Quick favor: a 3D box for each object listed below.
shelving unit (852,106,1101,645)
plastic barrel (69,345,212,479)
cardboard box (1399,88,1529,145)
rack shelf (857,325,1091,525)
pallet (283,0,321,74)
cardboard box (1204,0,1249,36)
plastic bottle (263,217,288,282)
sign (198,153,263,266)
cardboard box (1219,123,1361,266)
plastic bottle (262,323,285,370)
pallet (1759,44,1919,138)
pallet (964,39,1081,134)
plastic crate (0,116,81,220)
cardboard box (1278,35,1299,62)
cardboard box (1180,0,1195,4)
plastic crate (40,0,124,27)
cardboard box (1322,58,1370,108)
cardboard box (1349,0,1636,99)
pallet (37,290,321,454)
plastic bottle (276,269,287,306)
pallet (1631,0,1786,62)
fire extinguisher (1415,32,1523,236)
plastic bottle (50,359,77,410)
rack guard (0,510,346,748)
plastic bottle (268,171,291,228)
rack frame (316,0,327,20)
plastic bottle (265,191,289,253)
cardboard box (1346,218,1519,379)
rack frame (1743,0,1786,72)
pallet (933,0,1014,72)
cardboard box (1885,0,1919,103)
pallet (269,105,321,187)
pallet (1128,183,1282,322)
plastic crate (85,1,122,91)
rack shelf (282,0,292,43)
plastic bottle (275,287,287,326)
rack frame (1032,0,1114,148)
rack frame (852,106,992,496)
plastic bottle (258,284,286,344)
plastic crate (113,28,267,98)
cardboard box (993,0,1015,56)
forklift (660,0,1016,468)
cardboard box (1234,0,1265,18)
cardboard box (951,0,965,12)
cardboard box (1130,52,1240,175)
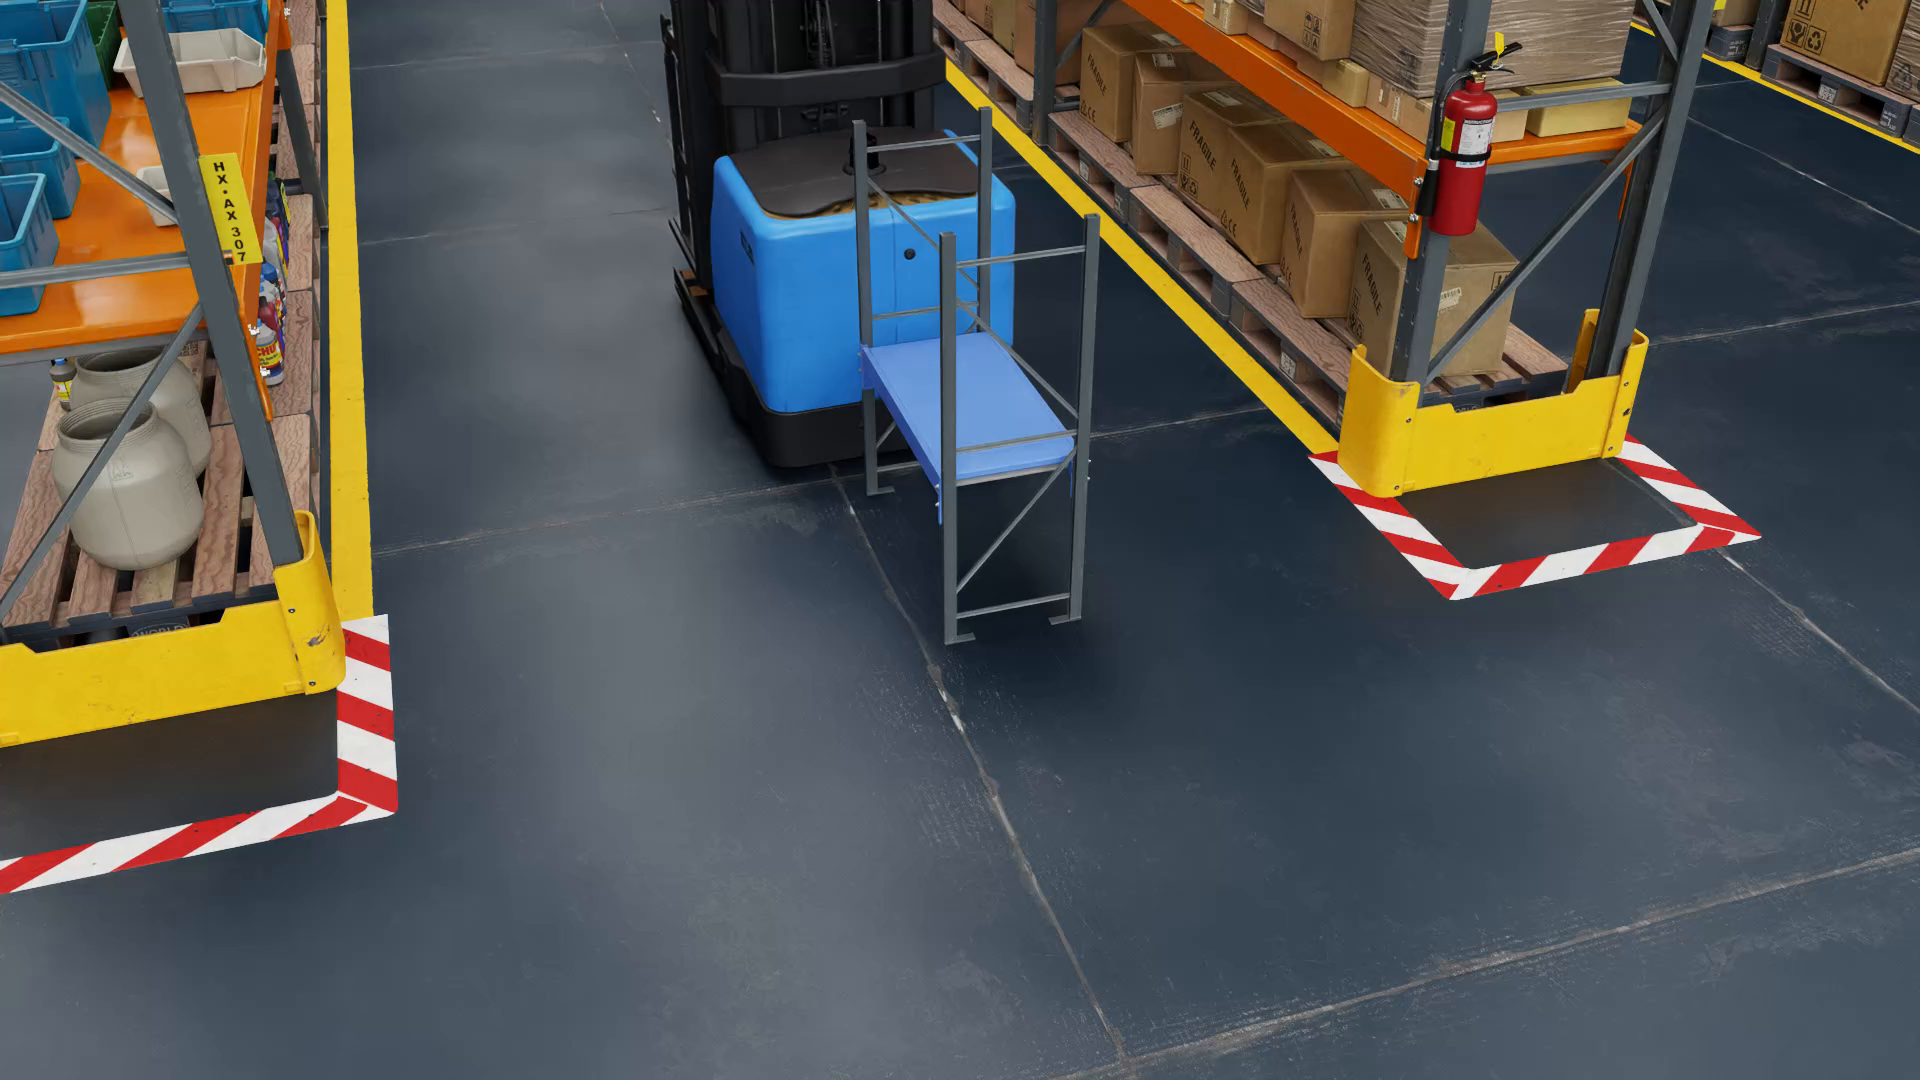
[{"bbox_3d":[0.026,-0.581,5.769,0.538,1.500,1.048,-10,35,-15],"label":"shelving unit"},{"bbox_3d":[-3.005,-0.456,6.095,0.421,0.512,0.421,0,33,0],"label":"plastic barrel"},{"bbox_3d":[1.855,-1.566,6.127,0.380,0.149,0.250,-10,35,-15],"label":"cardboard box"},{"bbox_3d":[0.026,-0.431,5.868,0.538,0.185,1.000,-10,35,-15],"label":"rack shelf"},{"bbox_3d":[-4.819,-3.347,11.123,1.003,0.211,1.213,-10,35,-15],"label":"pallet"},{"bbox_3d":[1.298,-2.336,7.292,0.380,0.149,0.250,-10,35,-15],"label":"cardboard box"},{"bbox_3d":[-3.170,-1.342,7.563,0.144,0.351,0.185,-10,35,-15],"label":"plastic bottle"},{"bbox_3d":[-2.053,-0.929,4.684,0.100,0.325,0.005,-10,35,-15],"label":"sign"},{"bbox_3d":[1.576,-1.659,7.926,0.500,0.500,0.500,-7,34,-10],"label":"cardboard box"},{"bbox_3d":[-2.866,-0.798,6.876,0.097,0.201,0.097,0,33,0],"label":"plastic bottle"},{"bbox_3d":[5.831,-2.861,10.389,1.003,0.211,1.213,-10,35,-15],"label":"pallet"},{"bbox_3d":[0.680,-2.901,10.449,1.003,0.211,1.213,-10,35,-15],"label":"pallet"},{"bbox_3d":[-3.208,-1.215,5.503,0.499,0.251,0.408,-10,35,-15],"label":"plastic crate"},{"bbox_3d":[1.556,-2.092,6.923,0.380,0.149,0.250,-10,35,-15],"label":"cardboard box"},{"bbox_3d":[1.168,-2.603,7.696,0.380,0.149,0.250,-10,35,-15],"label":"cardboard box"},{"bbox_3d":[-3.760,-2.501,7.370,0.767,0.338,0.504,-10,35,-15],"label":"plastic crate"},{"bbox_3d":[1.654,-1.820,6.511,0.380,0.149,0.250,-10,35,-15],"label":"cardboard box"},{"bbox_3d":[1.997,-2.015,6.218,0.875,0.500,0.500,-10,35,-15],"label":"cardboard box"},{"bbox_3d":[-3.257,-0.659,7.055,1.003,0.211,1.213,-10,35,-15],"label":"pallet"},{"bbox_3d":[-3.062,-1.136,7.387,0.097,0.201,0.097,0,33,0],"label":"plastic bottle"},{"bbox_3d":[5.366,-3.666,11.607,1.003,0.211,1.213,-10,35,-15],"label":"pallet"},{"bbox_3d":[1.735,-1.386,5.697,0.296,0.674,0.183,-10,35,-15],"label":"fire extinguisher"},{"bbox_3d":[-3.556,-0.630,6.621,0.097,0.201,0.097,0,33,0],"label":"plastic bottle"},{"bbox_3d":[-2.646,0.288,5.361,1.175,0.500,0.348,-10,35,-15],"label":"rack guard"},{"bbox_3d":[-3.337,-1.676,8.131,0.061,0.283,0.133,-8,34,-12],"label":"plastic bottle"},{"bbox_3d":[-5.018,-4.923,10.980,1.000,3.000,0.127,-10,35,-15],"label":"rack frame"},{"bbox_3d":[-3.269,-1.511,7.820,0.144,0.351,0.185,-12,35,-17],"label":"plastic bottle"},{"bbox_3d":[1.964,-1.019,6.958,0.500,0.500,0.500,-4,34,-6],"label":"cardboard box"},{"bbox_3d":[5.673,-4.437,10.244,1.000,3.000,0.127,-10,35,-15],"label":"rack frame"},{"bbox_3d":[0.304,-3.543,11.420,1.003,0.211,1.213,-10,35,-15],"label":"pallet"},{"bbox_3d":[6.077,-2.911,9.481,0.875,0.875,0.875,-10,35,-14],"label":"cardboard box"},{"bbox_3d":[-4.075,-2.066,9.184,1.003,0.211,1.213,-10,35,-15],"label":"pallet"},{"bbox_3d":[1.533,-1.504,8.335,1.003,0.211,1.213,-10,35,-15],"label":"pallet"},{"bbox_3d":[-3.653,-1.975,6.710,0.450,0.188,0.662,-10,35,-15],"label":"plastic crate"},{"bbox_3d":[-4.408,-3.573,9.589,1.077,0.370,4.000,-10,35,-15],"label":"rack shelf"},{"bbox_3d":[-3.000,-1.028,7.224,0.097,0.201,0.097,0,33,0],"label":"plastic bottle"},{"bbox_3d":[0.919,-3.656,9.062,1.000,3.000,0.127,-10,35,-15],"label":"rack frame"},{"bbox_3d":[-0.129,-0.848,6.173,0.500,1.500,0.032,-10,35,-15],"label":"rack frame"},{"bbox_3d":[-2.939,-0.953,7.047,0.097,0.271,0.097,0,33,0],"label":"plastic bottle"},{"bbox_3d":[-3.062,-1.903,6.649,0.530,0.136,0.437,-10,35,-15],"label":"plastic crate"},{"bbox_3d":[0.624,-3.376,10.507,0.700,0.500,0.500,-10,35,-15],"label":"cardboard box"},{"bbox_3d":[-0.727,-2.314,7.094,1.130,2.935,3.031,-11,35,-16],"label":"forklift"},{"bbox_3d":[1.619,-2.527,6.993,0.875,0.500,0.500,-10,35,-15],"label":"cardboard box"},{"bbox_3d":[0.283,-3.963,11.395,0.700,0.500,0.500,-7,34,-11],"label":"cardboard box"},{"bbox_3d":[1.185,-2.272,8.854,0.500,0.500,0.500,0,33,1],"label":"cardboard box"}]
